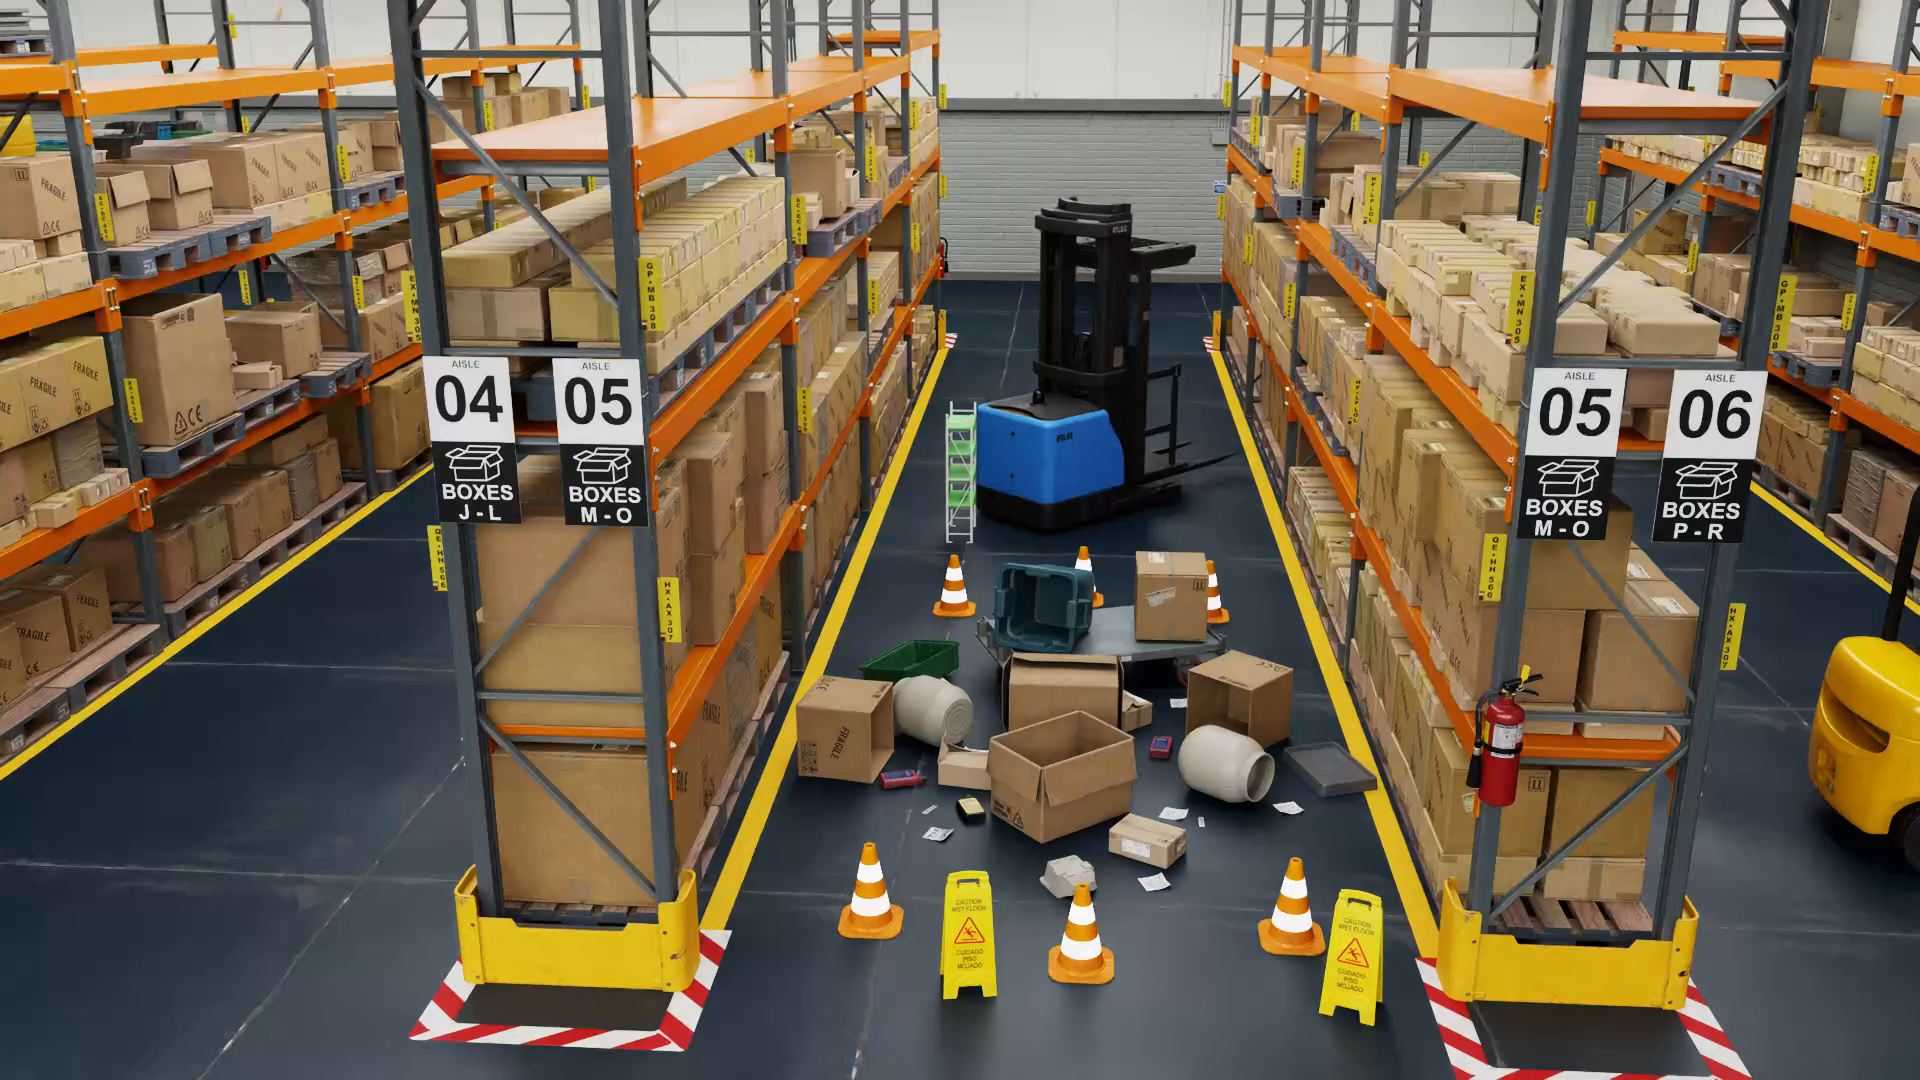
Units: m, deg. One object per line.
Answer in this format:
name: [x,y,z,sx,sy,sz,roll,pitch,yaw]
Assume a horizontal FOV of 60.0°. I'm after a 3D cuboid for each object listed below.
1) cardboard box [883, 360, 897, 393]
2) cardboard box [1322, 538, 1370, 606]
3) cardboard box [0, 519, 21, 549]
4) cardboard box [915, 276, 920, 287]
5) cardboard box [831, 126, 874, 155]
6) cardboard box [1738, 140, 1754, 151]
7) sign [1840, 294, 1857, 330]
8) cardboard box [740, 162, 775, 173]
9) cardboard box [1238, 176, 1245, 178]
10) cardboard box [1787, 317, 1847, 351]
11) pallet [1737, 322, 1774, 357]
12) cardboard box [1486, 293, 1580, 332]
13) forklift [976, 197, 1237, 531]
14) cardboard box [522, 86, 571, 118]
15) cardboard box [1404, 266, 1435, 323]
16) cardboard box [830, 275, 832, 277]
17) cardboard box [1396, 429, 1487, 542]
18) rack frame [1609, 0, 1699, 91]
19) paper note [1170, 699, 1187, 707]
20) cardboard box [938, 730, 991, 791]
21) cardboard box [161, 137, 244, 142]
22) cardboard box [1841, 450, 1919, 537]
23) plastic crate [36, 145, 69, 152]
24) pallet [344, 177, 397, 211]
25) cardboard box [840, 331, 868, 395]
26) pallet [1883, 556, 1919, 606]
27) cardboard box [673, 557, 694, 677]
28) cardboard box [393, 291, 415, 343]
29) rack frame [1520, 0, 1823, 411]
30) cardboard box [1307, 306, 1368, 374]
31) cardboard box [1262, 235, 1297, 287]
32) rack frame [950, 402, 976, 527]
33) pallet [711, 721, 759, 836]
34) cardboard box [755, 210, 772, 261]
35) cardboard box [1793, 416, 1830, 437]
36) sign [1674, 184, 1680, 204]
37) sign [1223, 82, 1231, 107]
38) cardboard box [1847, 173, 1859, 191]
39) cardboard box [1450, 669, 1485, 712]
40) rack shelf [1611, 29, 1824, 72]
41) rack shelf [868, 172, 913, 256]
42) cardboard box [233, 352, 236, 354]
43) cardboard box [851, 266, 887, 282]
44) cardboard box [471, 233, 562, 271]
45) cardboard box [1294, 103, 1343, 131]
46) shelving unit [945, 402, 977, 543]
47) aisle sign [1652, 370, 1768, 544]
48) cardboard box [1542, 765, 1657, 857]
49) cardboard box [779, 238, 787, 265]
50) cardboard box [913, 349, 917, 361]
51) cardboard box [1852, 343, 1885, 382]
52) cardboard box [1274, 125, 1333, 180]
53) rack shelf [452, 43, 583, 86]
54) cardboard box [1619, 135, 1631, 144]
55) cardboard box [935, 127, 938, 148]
cardboard box: [-0.948,-1.767,17.960,0.500,0.250,0.500,0,18,1]
cardboard box: [3.382,0.267,13.163,0.950,0.372,0.625,2,18,7]
cardboard box: [-6.448,-0.037,10.950,0.380,0.149,0.250,1,18,4]
cardboard box: [-0.706,-3.248,20.748,0.380,0.149,0.250,2,18,5]
cardboard box: [-1.019,-3.834,15.925,0.396,0.266,0.258,1,18,4]
cardboard box: [8.363,-4.139,17.339,0.380,0.149,0.250,1,18,3]
sign: [7.994,-2.050,14.957,0.100,0.325,0.005,1,18,4]
cardboard box: [-1.631,-3.127,14.468,0.500,0.311,0.500,1,18,4]
cardboard box: [3.909,-4.767,22.172,0.380,0.149,0.250,2,18,5]
cardboard box: [8.289,-1.992,16.077,0.500,0.250,0.500,0,18,1]
pallet: [8.671,-2.041,16.971,1.003,0.211,1.213,1,18,4]
cardboard box: [2.798,-1.109,8.123,0.380,0.149,0.250,1,18,3]
forklift: [1.554,-1.847,16.181,3.031,2.935,1.130,-16,24,-40]
cardboard box: [-5.710,-5.901,22.630,0.700,0.500,0.500,0,18,1]
cardboard box: [2.917,-1.445,9.789,0.500,0.250,0.500,1,18,4]
cardboard box: [-1.613,-2.828,18.313,0.380,0.149,0.250,1,18,2]
cardboard box: [2.808,-0.299,9.100,0.700,0.500,0.500,1,18,3]
rack frame: [9.110,-6.864,21.746,1.000,3.000,0.127,1,18,4]
paper note: [1.559,1.142,11.717,0.148,0.019,0.142,1,18,4]
cardboard box: [0.068,1.399,10.553,0.396,0.266,0.258,4,19,13]
cardboard box: [-6.630,-3.272,14.638,0.500,0.500,0.500,1,18,4]
cardboard box: [8.478,-0.406,14.811,0.875,0.625,0.625,2,18,6]
plastic crate: [-11.224,-4.675,20.224,0.450,0.188,0.662,1,18,4]
pallet: [-6.306,-3.396,16.283,1.213,0.211,1.003,2,18,6]
cardboard box: [-1.124,-1.619,15.213,0.500,0.500,0.500,1,18,4]
pallet: [8.348,0.429,13.601,1.003,0.211,1.213,1,18,4]
cardboard box: [-1.934,0.409,8.945,0.875,0.550,0.550,1,18,4]
cardboard box: [-5.925,-2.371,17.509,0.500,0.500,0.500,1,18,3]
rack frame: [3.011,-2.004,6.915,1.000,3.000,0.127,1,18,4]
cardboard box: [3.292,-1.730,14.400,0.500,0.500,0.500,2,18,7]
cardboard box: [3.506,-2.958,17.695,0.500,0.500,0.500,1,18,3]
rack frame: [0.029,-0.697,15.451,0.240,1.200,0.015,1,18,4]
pallet: [-1.864,1.465,10.441,1.003,0.211,1.213,1,18,4]
cardboard box: [-1.462,-1.902,10.348,0.500,0.250,0.500,1,18,4]
cardboard box: [8.308,-1.093,16.066,0.380,0.149,0.250,0,18,1]
sign: [9.662,-4.695,22.394,0.100,0.325,0.005,1,18,4]
sign: [3.605,-6.015,22.443,0.100,0.325,0.005,1,18,4]
cardboard box: [8.360,-3.268,15.188,0.380,0.149,0.250,1,18,3]
cardboard box: [2.732,0.764,8.505,0.380,0.149,0.250,1,18,3]
rack shelf: [8.966,-5.899,19.963,1.077,0.370,4.000,1,18,4]
rack shelf: [-1.216,-3.422,17.214,1.077,0.370,4.000,1,18,4]
cardboard box: [-6.649,-1.472,14.492,0.500,0.250,0.500,1,18,2]
cardboard box: [-0.985,-2.872,17.971,0.380,0.149,0.250,1,18,2]
cardboard box: [-2.210,-1.434,8.280,0.380,0.149,0.250,2,18,5]
cardboard box: [4.123,-4.778,19.203,0.500,0.500,0.500,2,18,5]
shelving unit: [0.012,-0.622,15.220,0.258,1.200,0.503,1,18,4]
aisle sign: [3.316,-0.363,7.365,0.394,0.787,0.004,1,18,4]
cardboard box: [3.346,1.346,8.864,0.500,0.500,0.500,1,18,2]
cardboard box: [-1.353,-1.908,11.006,0.380,0.149,0.250,1,18,4]
cardboard box: [-0.752,-2.377,21.113,0.380,0.149,0.250,2,18,6]
cardboard box: [8.236,-1.563,14.641,0.500,0.250,0.500,1,18,4]
cardboard box: [3.422,-3.864,16.574,0.500,0.500,0.500,1,18,4]
rack shelf: [-5.869,-6.042,21.034,1.077,0.370,4.000,1,18,4]
cardboard box: [8.789,-5.219,21.305,0.500,0.250,0.500,2,18,5]
cardboard box: [-0.555,-5.409,22.363,0.500,0.250,0.500,1,18,3]
